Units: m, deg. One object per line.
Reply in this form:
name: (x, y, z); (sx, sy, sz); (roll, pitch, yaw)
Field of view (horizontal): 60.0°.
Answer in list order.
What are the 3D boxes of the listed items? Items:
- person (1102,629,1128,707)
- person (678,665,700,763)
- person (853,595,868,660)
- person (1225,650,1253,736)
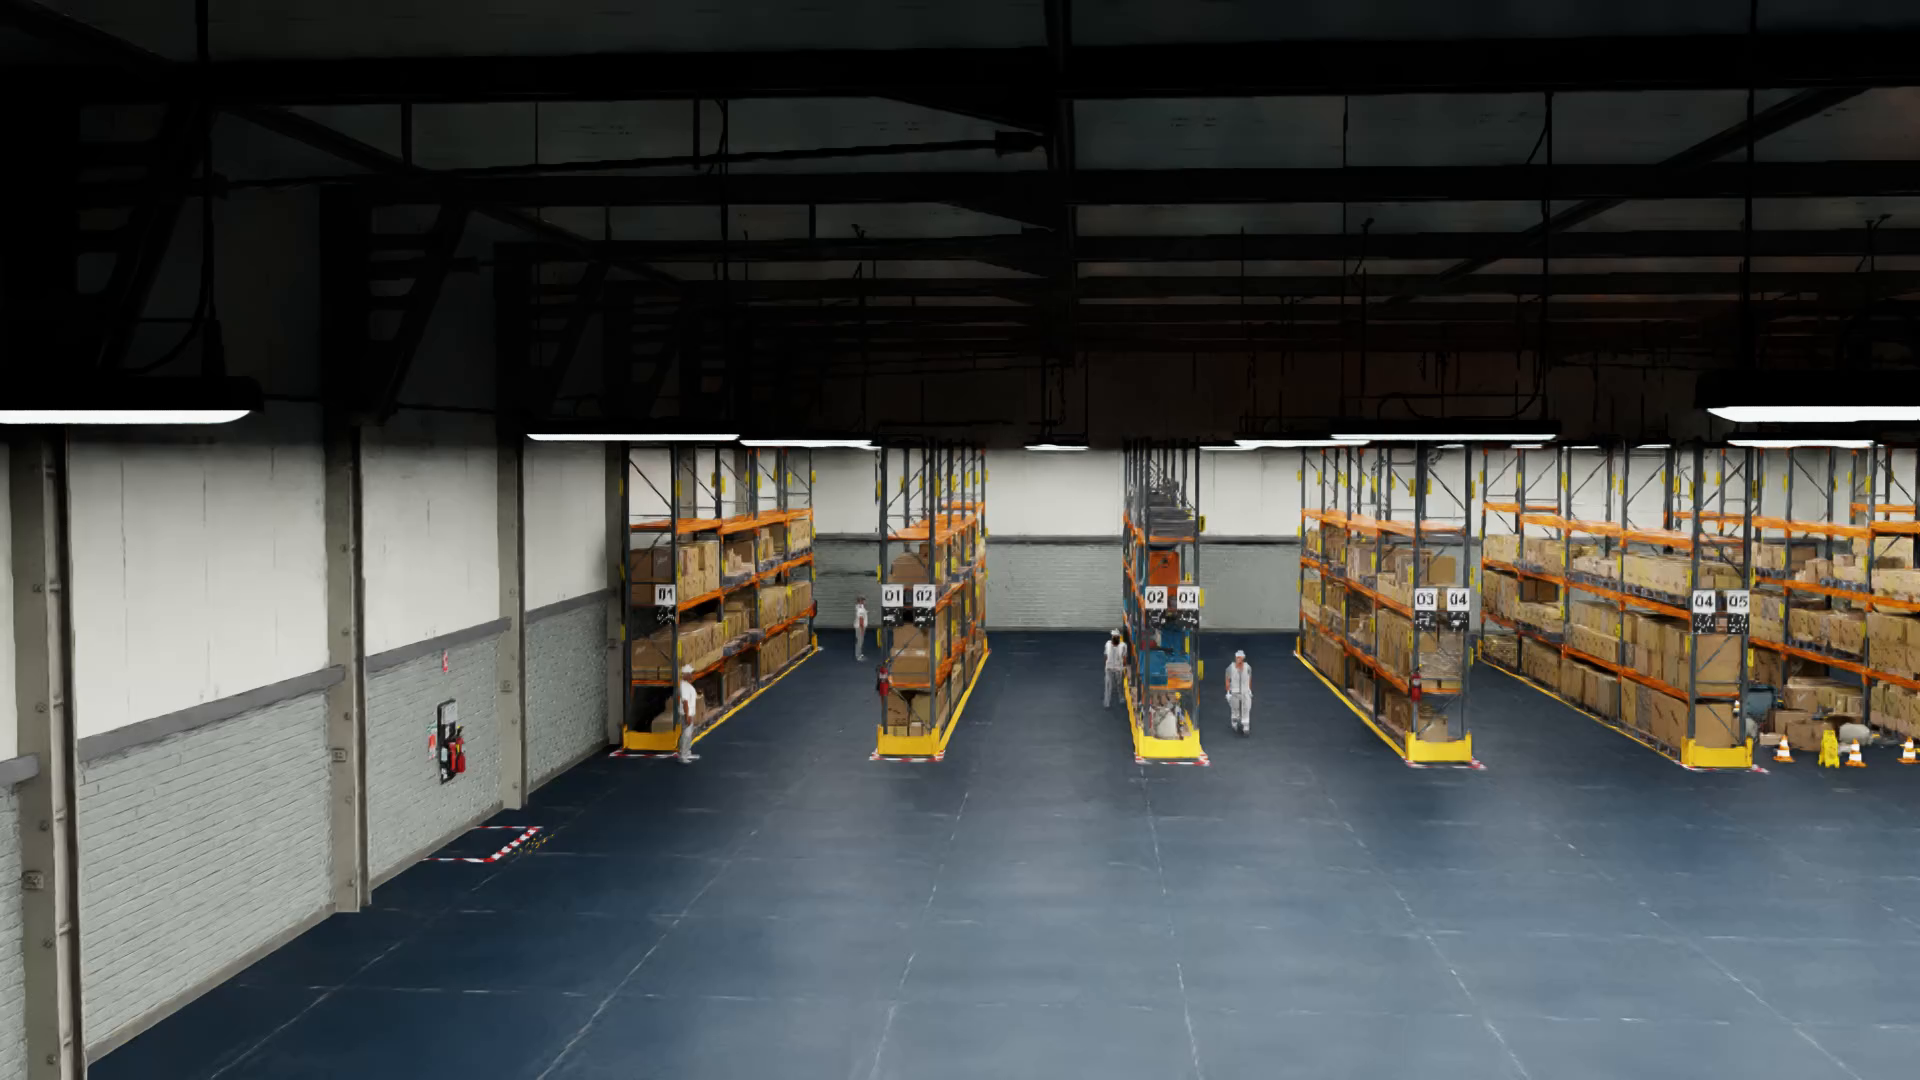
person: (3.487, 2.856, 37.270); (0.552, 1.724, 1.036); (1, 3, 13)
person: (-4.998, 3.182, 30.611); (0.390, 1.766, 0.669); (0, 3, -6)
person: (-2.712, 2.396, 45.588); (0.397, 1.765, 0.619); (0, 3, -8)
person: (5.632, 3.058, 33.548); (0.544, 1.709, 1.123); (0, 3, 6)
